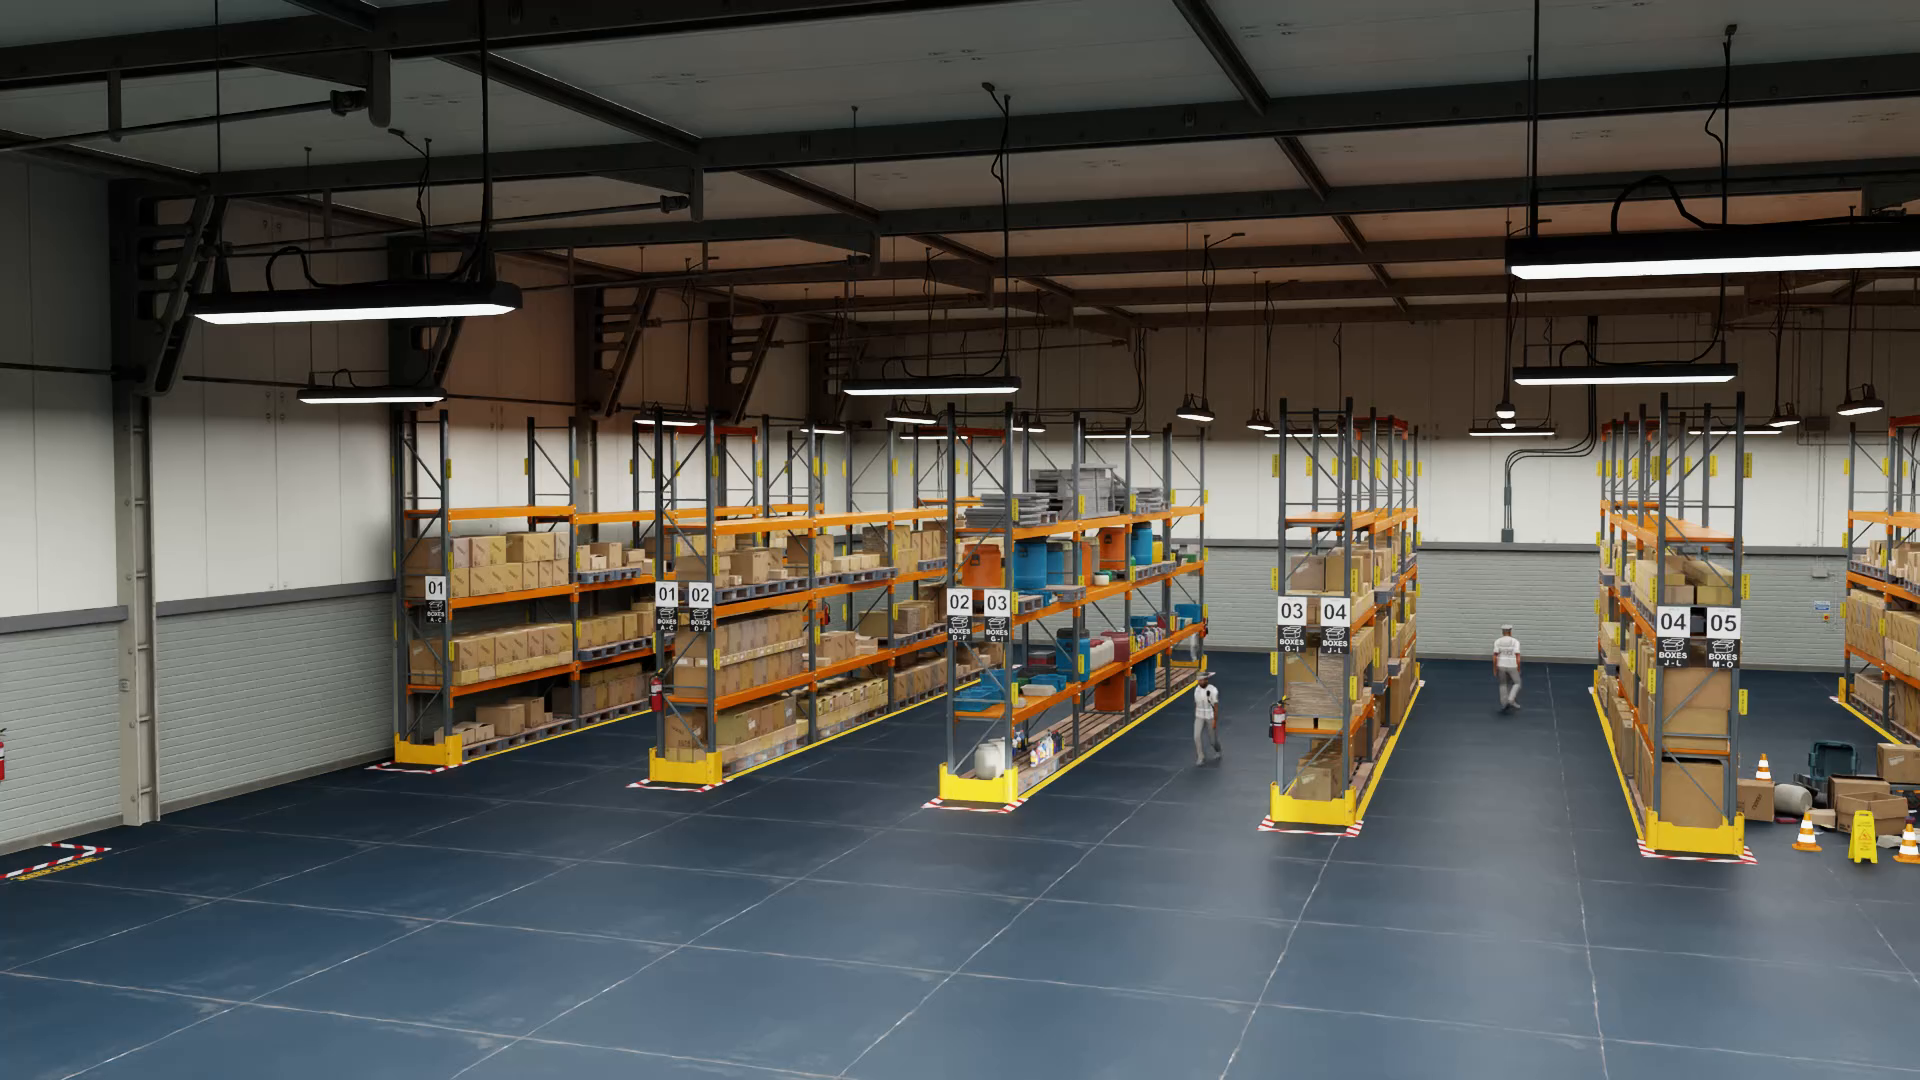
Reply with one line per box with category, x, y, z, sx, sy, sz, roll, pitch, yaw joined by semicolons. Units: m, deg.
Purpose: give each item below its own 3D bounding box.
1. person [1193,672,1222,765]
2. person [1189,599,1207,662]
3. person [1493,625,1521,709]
person;4.183;3.004;28.267;0.434;1.541;0.976;1;3;25
person;6.036;2.352;42.466;0.526;1.670;0.698;0;2;-8
person;11.364;2.648;34.518;0.589;1.757;0.554;1;3;29
